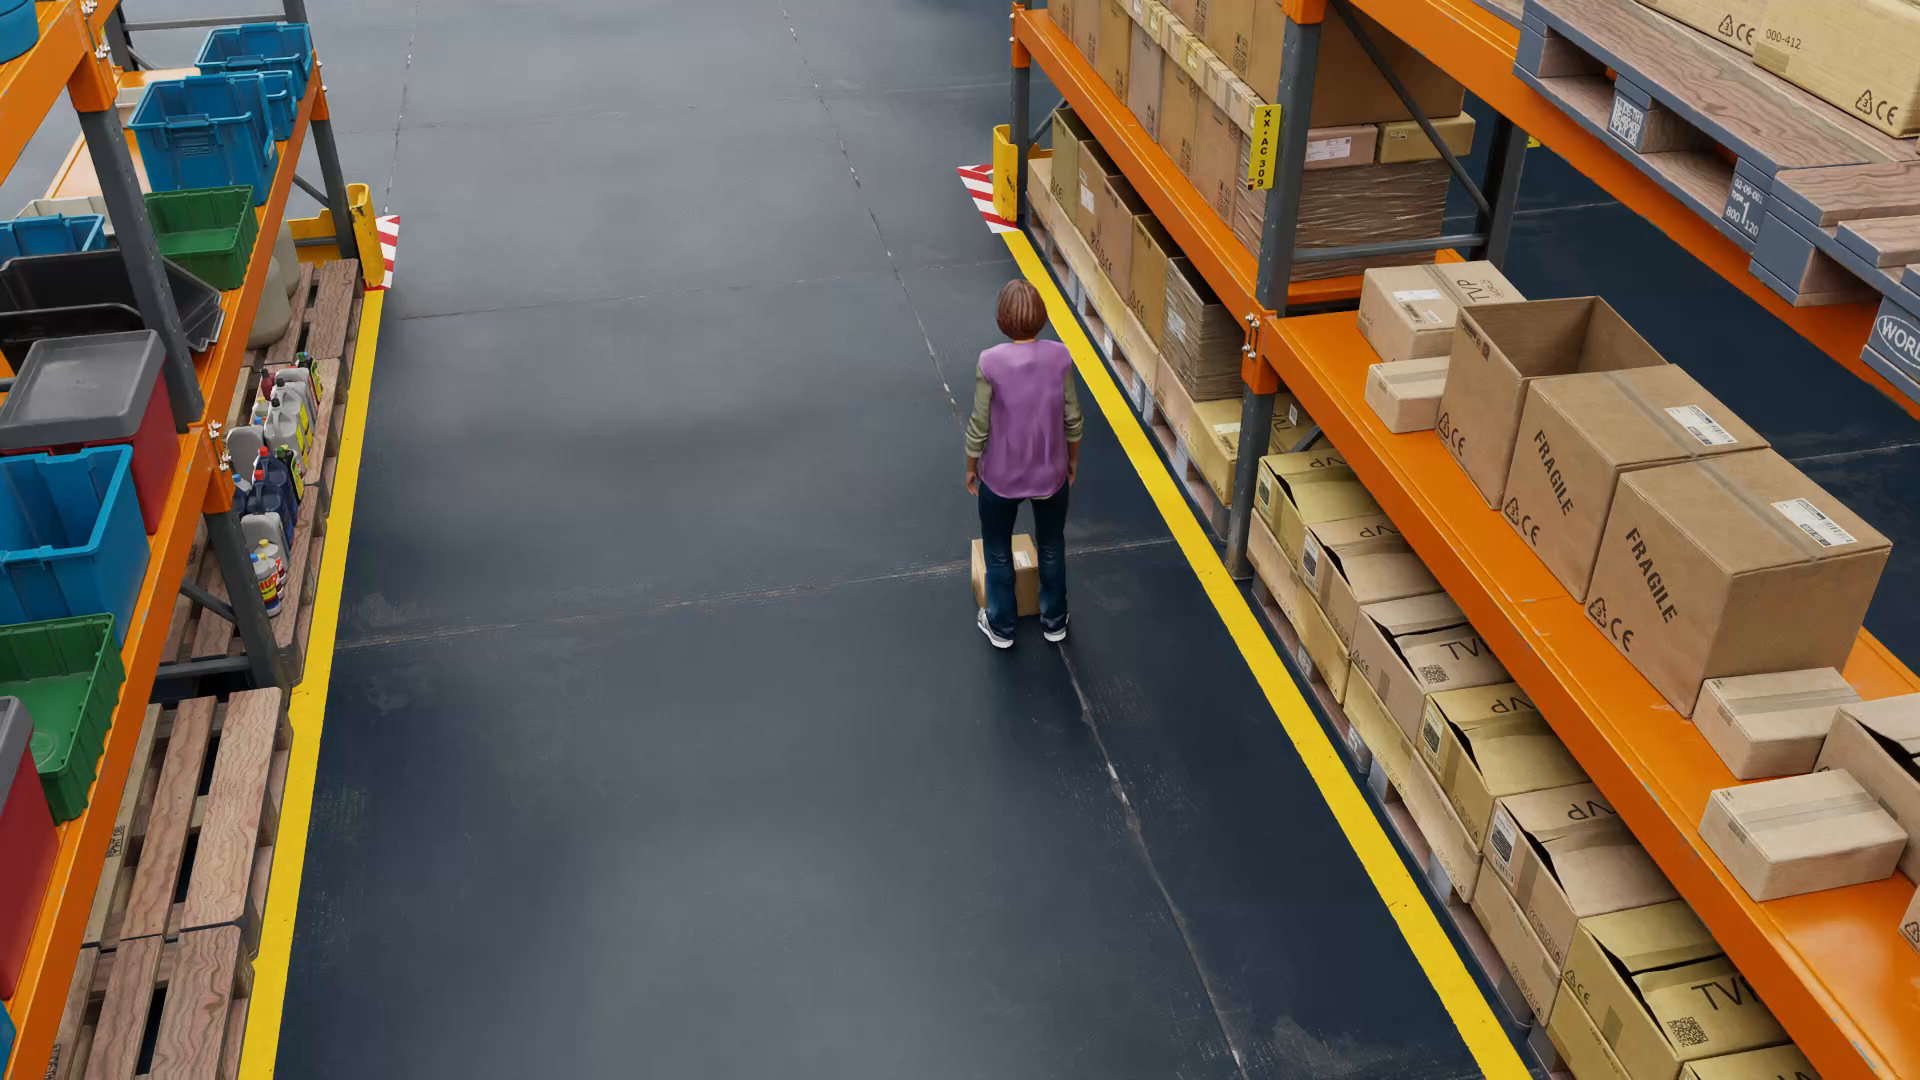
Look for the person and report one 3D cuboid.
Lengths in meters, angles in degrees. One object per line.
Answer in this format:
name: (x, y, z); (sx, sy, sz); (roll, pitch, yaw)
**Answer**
person: (0.248, -0.261, 6.528); (0.461, 1.593, 0.343); (-5, 35, -7)
